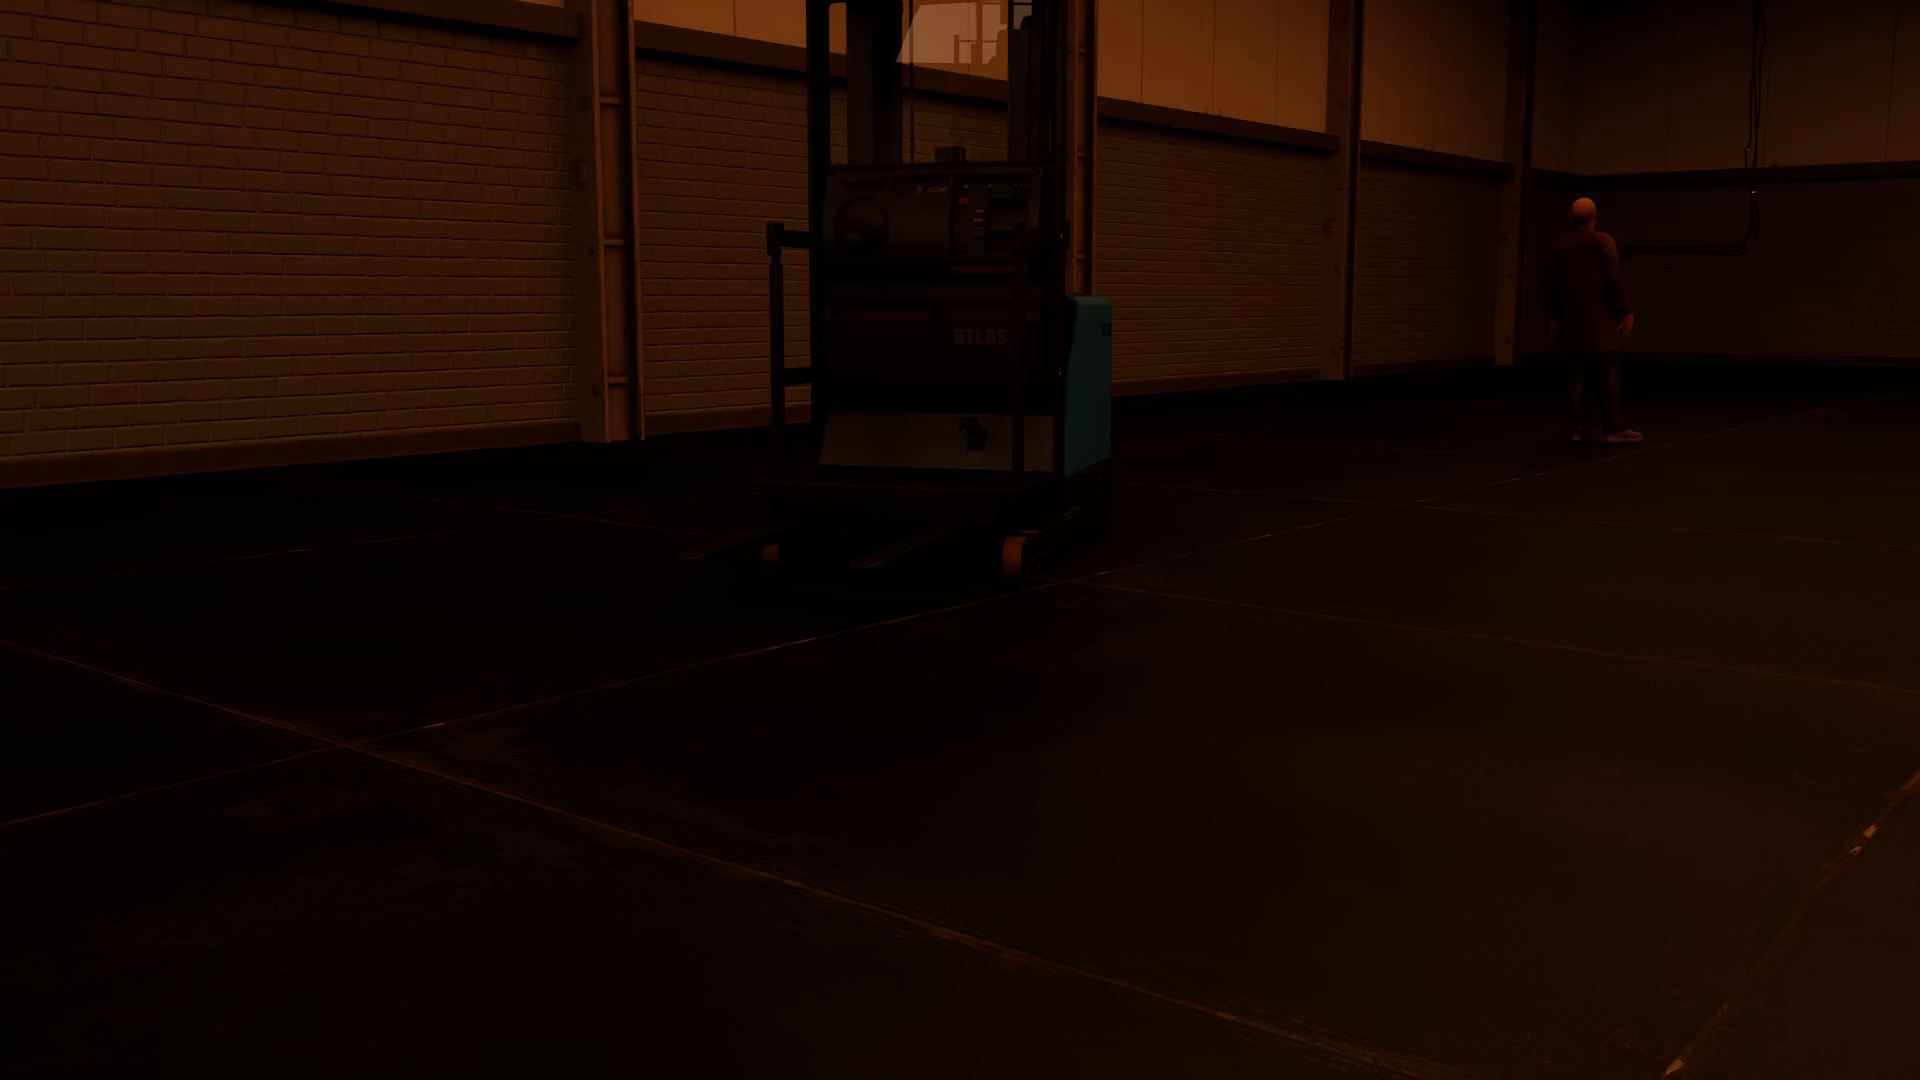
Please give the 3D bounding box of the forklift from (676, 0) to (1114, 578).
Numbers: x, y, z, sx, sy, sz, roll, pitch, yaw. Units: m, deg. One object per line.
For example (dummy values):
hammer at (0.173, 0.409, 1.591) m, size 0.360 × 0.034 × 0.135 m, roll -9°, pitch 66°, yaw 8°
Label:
forklift at (-0.176, -1.366, 6.616) m, size 1.130 × 2.935 × 3.031 m, roll 3°, pitch 9°, yaw 17°

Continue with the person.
person at (4.677, -1.613, 12.264) m, size 0.567 × 1.781 × 0.692 m, roll -7°, pitch 11°, yaw -38°
